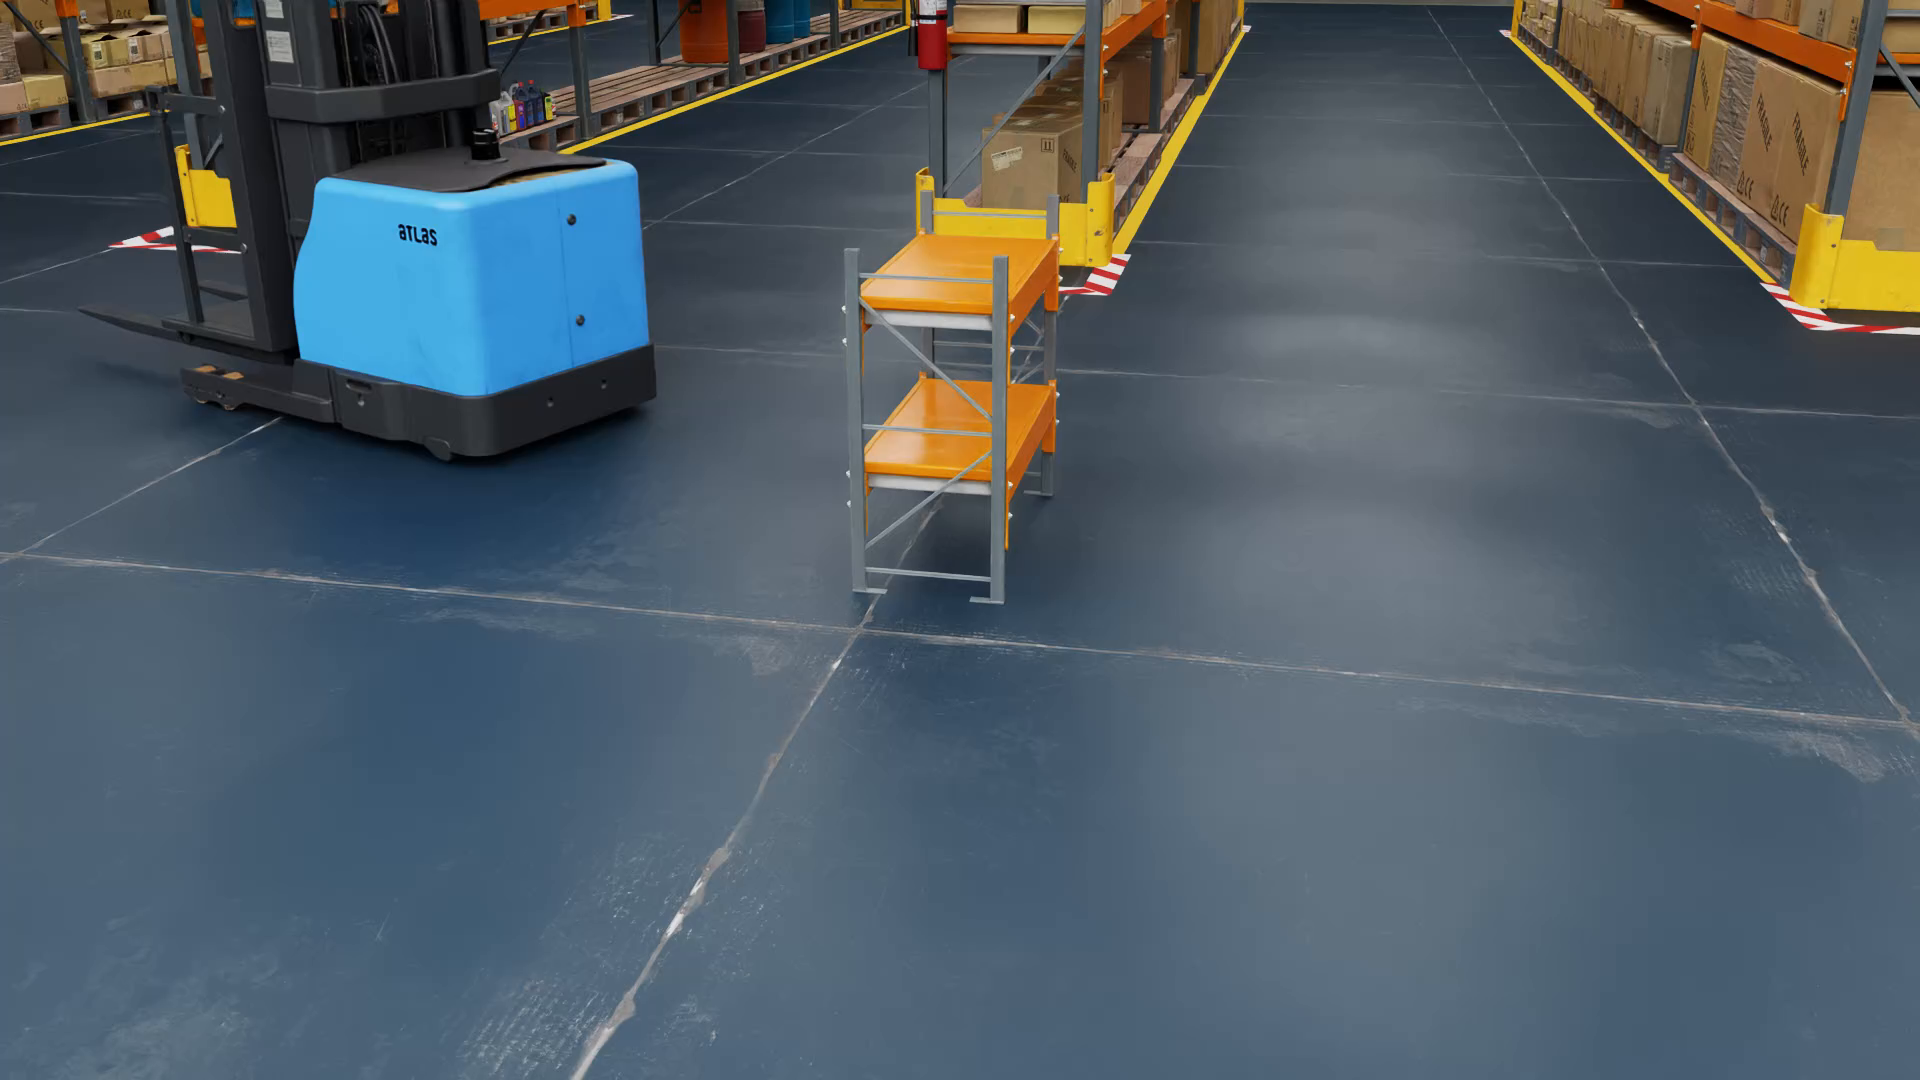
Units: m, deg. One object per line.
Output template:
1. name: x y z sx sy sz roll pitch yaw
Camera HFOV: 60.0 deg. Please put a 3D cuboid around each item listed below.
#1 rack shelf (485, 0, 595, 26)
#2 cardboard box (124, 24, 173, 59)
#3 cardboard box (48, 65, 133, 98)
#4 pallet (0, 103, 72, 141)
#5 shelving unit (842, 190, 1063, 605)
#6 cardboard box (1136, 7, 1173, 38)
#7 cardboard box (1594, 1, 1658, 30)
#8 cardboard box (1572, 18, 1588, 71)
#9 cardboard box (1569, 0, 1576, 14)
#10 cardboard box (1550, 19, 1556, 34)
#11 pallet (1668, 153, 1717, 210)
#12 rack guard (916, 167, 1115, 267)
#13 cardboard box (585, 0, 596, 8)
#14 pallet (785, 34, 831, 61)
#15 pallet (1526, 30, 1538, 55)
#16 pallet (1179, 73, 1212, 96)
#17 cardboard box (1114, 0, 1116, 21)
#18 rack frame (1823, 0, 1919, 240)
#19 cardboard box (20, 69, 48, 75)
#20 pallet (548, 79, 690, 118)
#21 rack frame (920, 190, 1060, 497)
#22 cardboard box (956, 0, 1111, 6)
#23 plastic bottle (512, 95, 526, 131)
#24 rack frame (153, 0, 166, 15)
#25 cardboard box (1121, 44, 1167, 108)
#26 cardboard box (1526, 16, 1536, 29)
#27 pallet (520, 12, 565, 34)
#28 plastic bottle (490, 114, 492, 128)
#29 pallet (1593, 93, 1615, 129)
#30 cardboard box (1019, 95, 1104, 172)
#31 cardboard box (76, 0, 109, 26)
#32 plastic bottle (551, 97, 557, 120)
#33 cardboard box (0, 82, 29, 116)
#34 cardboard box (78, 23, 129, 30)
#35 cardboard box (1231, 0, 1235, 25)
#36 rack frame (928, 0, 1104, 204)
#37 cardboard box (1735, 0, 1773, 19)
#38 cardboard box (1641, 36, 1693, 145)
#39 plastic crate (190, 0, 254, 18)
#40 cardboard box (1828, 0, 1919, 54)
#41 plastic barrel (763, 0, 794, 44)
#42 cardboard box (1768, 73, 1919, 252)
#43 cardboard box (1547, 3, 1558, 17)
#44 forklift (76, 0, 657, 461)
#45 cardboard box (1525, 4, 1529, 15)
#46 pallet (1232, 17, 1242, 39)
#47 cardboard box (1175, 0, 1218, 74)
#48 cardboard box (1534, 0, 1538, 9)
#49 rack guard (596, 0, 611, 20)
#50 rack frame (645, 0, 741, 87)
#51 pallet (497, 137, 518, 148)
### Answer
1. rack shelf: -3.309 -5.325 16.024 1.077 0.370 4.000 4 22 11
2. cardboard box: -8.026 -4.990 16.597 0.500 0.311 0.500 4 22 9
3. cardboard box: -8.241 -4.355 15.769 0.500 0.250 0.500 4 22 10
4. pallet: -8.769 -3.726 14.821 1.003 0.211 1.213 4 22 11
5. shelving unit: 0.001 -0.524 5.650 0.538 1.125 1.048 4 22 11
6. cardboard box: 1.742 -4.963 15.916 0.500 0.250 0.500 7 23 17
7. cardboard box: 6.666 -5.251 16.657 0.500 0.250 0.500 4 22 10
8. cardboard box: 6.863 -5.278 17.728 0.500 0.500 0.500 3 22 9
9. cardboard box: 7.083 -5.999 18.514 0.500 0.250 0.500 5 22 12
10. cardboard box: 7.352 -6.211 20.115 0.380 0.149 0.250 5 22 12
11. pallet: 5.735 -2.569 11.951 1.003 0.211 1.213 4 22 11
12. rack guard: 0.331 -1.956 10.040 1.175 0.500 0.348 4 22 11
13. cardboard box: -5.987 -8.522 25.756 0.500 0.500 0.500 4 22 11
14. pallet: -2.283 -6.281 21.167 1.003 0.211 1.213 4 22 11
15. pallet: 7.948 -6.463 21.619 1.003 0.211 1.213 4 22 11
16. pallet: 2.183 -5.002 17.991 1.003 0.211 1.213 4 22 11
17. cardboard box: 0.773 -3.330 10.443 0.380 0.149 0.250 4 22 11
18. rack frame: 5.151 -2.672 8.473 1.000 3.000 0.127 4 22 11
19. cardboard box: -8.765 -4.400 15.881 0.500 0.250 0.500 4 22 10
20. pallet: -3.348 -4.372 16.426 1.003 0.211 1.213 4 22 11
21. rack frame: 0.105 -0.710 6.111 0.500 1.125 0.032 4 22 11
22. cardboard box: 0.455 -3.471 9.924 0.875 0.500 0.500 4 22 11
23. plastic bottle: -3.598 -3.481 13.530 0.061 0.283 0.133 6 23 14
24. rack frame: -11.783 -8.609 23.214 1.000 3.000 0.127 4 22 11
25. cardboard box: 1.508 -4.195 15.012 0.700 0.500 0.500 3 22 6
26. cardboard box: 7.818 -6.950 22.350 0.380 0.149 0.250 5 22 12
27. pallet: -6.545 -7.637 24.535 1.003 0.211 1.213 4 22 11
28. plastic bottle: -3.727 -3.279 13.042 0.097 0.271 0.097 0 22 0
29. pallet: 6.548 -4.022 15.557 1.003 0.211 1.213 4 22 11
30. cardboard box: 0.694 -2.798 11.571 0.500 0.500 0.500 7 23 16
31. cardboard box: -11.967 -7.233 22.114 0.750 0.750 0.750 5 23 13
32. plastic bottle: -3.486 -3.677 14.126 0.097 0.201 0.097 0 22 0
33. cardboard box: -8.558 -3.858 14.535 0.500 0.250 0.500 4 22 11
34. cardboard box: -8.559 -5.029 16.694 0.500 0.311 0.500 4 22 11
35. cardboard box: 3.342 -7.575 22.929 0.875 0.875 0.875 4 22 11
36. rack frame: 0.316 -3.087 9.504 1.000 3.000 0.127 4 22 11
37. cardboard box: 5.588 -3.677 10.769 0.875 0.550 0.550 4 22 11
38. cardboard box: 6.005 -3.520 13.028 1.050 0.750 0.750 4 22 11
39. plastic crate: -4.724 -3.602 10.980 0.499 0.251 0.616 4 22 11
40. cardboard box: 5.182 -2.881 8.791 0.875 0.550 0.550 4 22 11
41. plastic barrel: -2.357 -6.618 20.518 0.600 0.901 0.708 4 22 11
42. cardboard box: 5.224 -2.134 9.420 0.875 0.875 0.875 5 22 11
43. cardboard box: 7.474 -6.547 20.553 0.380 0.149 0.250 4 22 10
44. forklift: -2.829 -2.073 7.078 3.031 2.935 1.130 14 26 30
45. cardboard box: 7.946 -7.266 22.736 0.380 0.149 0.250 4 22 11
46. pallet: 3.494 -7.347 23.813 1.003 0.211 1.213 4 22 11
47. cardboard box: 2.109 -5.473 17.710 1.225 0.875 0.875 3 22 8
48. cardboard box: 7.727 -7.024 21.735 0.380 0.149 0.250 5 22 12
49. rack guard: -6.132 -8.508 26.310 1.175 0.500 0.348 4 22 11
50. rack frame: -2.901 -6.391 17.706 1.000 3.000 0.127 4 22 11
51. pallet: -4.142 -2.944 12.881 1.003 0.211 1.213 4 22 11
